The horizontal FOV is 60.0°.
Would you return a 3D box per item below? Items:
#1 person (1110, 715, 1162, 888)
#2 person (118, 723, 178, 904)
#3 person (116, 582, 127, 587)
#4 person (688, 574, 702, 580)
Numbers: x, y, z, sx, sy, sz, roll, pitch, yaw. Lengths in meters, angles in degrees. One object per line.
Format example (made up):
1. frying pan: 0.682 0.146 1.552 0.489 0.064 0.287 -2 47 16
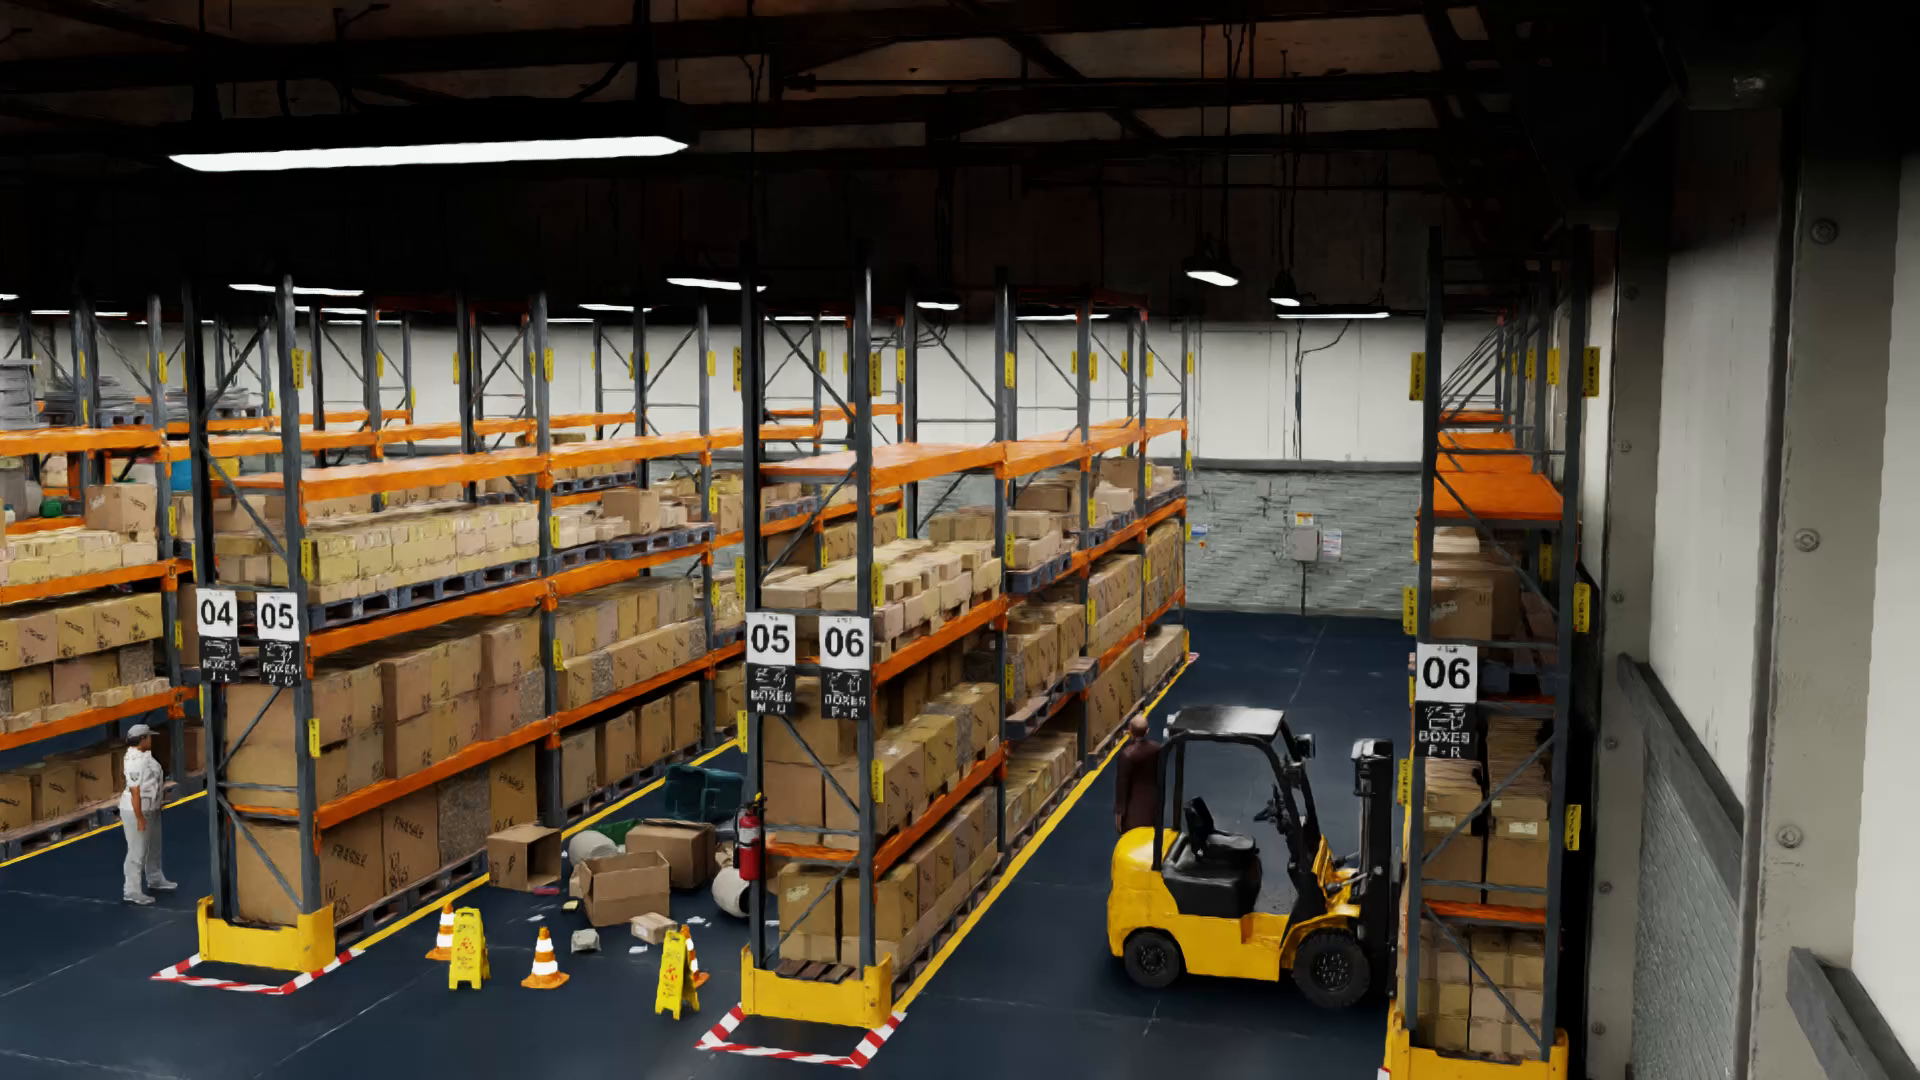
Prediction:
1. person: 1.619 2.517 15.674 0.631 1.781 0.557 -6 9 -44
2. person: -7.740 2.568 15.798 0.449 1.671 0.533 -2 7 -14
3. person: -13.824 1.191 27.780 0.570 1.718 0.627 6 9 44
4. person: -4.294 1.331 27.141 0.639 1.628 0.498 2 7 14
